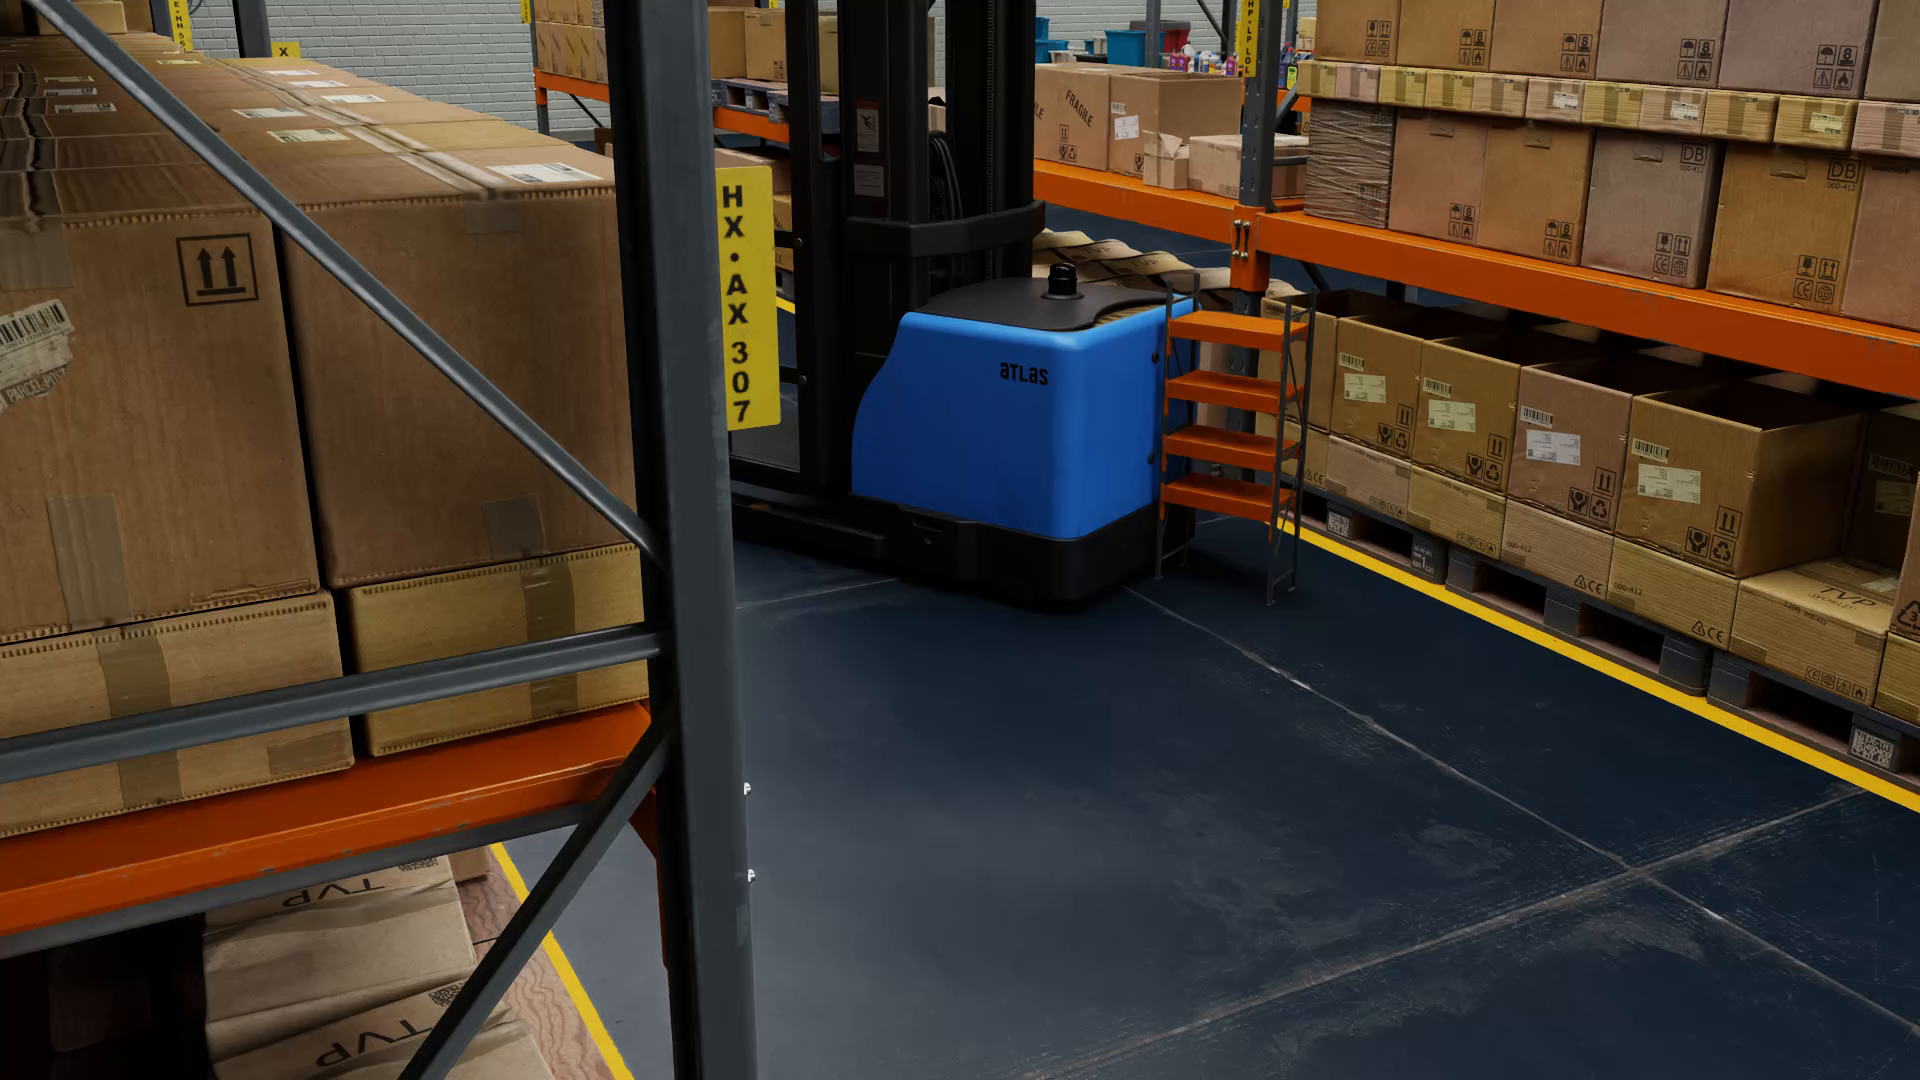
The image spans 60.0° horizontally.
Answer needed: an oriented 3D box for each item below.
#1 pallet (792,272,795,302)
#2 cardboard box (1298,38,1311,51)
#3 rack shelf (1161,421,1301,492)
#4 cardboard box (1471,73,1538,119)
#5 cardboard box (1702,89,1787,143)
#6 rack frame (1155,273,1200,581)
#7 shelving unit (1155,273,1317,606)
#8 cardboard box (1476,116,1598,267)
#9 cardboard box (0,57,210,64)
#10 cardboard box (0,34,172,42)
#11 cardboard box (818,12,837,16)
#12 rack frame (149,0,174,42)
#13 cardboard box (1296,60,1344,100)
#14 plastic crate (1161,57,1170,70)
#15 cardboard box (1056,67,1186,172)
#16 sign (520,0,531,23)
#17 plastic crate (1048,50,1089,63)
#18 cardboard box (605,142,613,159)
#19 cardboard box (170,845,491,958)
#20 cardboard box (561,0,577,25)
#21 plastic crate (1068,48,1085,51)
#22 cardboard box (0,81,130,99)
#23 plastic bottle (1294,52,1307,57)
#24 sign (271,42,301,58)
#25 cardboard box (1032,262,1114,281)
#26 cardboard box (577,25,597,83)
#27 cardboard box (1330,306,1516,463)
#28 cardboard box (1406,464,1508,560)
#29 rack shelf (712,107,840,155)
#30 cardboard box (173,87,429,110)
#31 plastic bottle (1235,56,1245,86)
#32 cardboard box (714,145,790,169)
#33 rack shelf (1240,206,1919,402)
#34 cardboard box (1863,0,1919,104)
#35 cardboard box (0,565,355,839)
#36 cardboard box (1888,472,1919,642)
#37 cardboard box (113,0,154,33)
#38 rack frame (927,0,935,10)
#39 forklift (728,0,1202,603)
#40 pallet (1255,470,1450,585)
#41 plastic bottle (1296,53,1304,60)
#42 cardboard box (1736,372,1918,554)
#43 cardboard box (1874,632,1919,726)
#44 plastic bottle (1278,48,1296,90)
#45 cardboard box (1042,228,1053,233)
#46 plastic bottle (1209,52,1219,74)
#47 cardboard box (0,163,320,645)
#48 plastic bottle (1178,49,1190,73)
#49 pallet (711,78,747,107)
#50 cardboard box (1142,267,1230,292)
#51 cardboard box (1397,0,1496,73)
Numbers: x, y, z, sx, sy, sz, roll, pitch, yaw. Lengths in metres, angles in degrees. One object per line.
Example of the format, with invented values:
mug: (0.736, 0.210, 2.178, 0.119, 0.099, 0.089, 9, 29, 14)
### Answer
pallet: (-0.515, -1.770, 11.937, 1.003, 0.211, 1.213, -10, 21, -27)
cardboard box: (4.605, -6.426, 21.540, 0.380, 0.149, 0.250, -10, 21, -26)
rack shelf: (1.055, -0.327, 6.447, 0.480, 0.148, 0.258, 13, 23, 33)
cardboard box: (2.149, -1.673, 6.234, 0.380, 0.149, 0.250, -11, 22, -28)
cardboard box: (2.640, -1.377, 5.375, 0.380, 0.149, 0.250, -9, 21, -25)
rack frame: (0.856, -0.437, 6.559, 0.015, 1.200, 0.240, 13, 23, 33)
shelving unit: (1.055, -0.391, 6.425, 0.503, 1.200, 0.258, 13, 23, 33)
cardboard box: (2.413, -1.345, 6.278, 0.700, 0.500, 0.500, -10, 21, -26)
cardboard box: (-2.864, -1.358, 5.640, 0.700, 0.500, 0.500, -10, 21, -26)
cardboard box: (-4.030, -2.065, 7.690, 0.700, 0.500, 0.500, -12, 23, -32)
cardboard box: (-0.858, -3.569, 12.079, 0.700, 0.500, 0.500, -6, 20, -16)
rack frame: (-4.552, -2.099, 8.617, 1.000, 3.000, 0.127, -10, 21, -27)
cardboard box: (1.663, -1.966, 7.083, 0.380, 0.149, 0.250, -10, 21, -27)
plastic crate: (2.172, -4.842, 16.876, 0.396, 0.136, 0.243, -10, 21, -27)
cardboard box: (0.867, -2.285, 9.001, 0.500, 0.500, 0.500, -10, 21, -27)
sign: (-4.470, -5.489, 17.114, 0.100, 0.325, 0.005, -10, 21, -27)
plastic crate: (1.176, -5.139, 17.739, 0.293, 0.136, 0.466, -10, 21, -27)
cardboard box: (-2.990, -3.582, 16.068, 0.797, 0.503, 0.637, -10, 21, -27)
cardboard box: (-1.577, 0.576, 4.021, 0.700, 0.500, 0.500, -12, 22, -30)
cardboard box: (-3.526, -5.223, 15.982, 0.500, 0.500, 0.500, -10, 21, -26)
plastic crate: (1.350, -5.384, 18.449, 0.298, 0.136, 0.250, -10, 21, -27)
cardboard box: (-2.139, -0.784, 3.854, 0.500, 0.500, 0.500, -9, 21, -25)
plastic bottle: (3.152, -4.411, 15.506, 0.152, 0.276, 0.135, -10, 21, -27)
sign: (-2.178, -1.447, 5.398, 0.100, 0.325, 0.005, -10, 21, -27)
cardboard box: (0.538, -1.392, 9.279, 0.500, 0.311, 0.500, -10, 22, -27)
cardboard box: (-3.293, -4.608, 15.733, 0.500, 0.500, 0.500, -10, 21, -26)
cardboard box: (1.895, -0.649, 6.835, 0.500, 0.500, 0.500, -10, 21, -27)
cardboard box: (2.125, -0.149, 6.538, 0.500, 0.250, 0.500, -10, 21, -27)
rack shelf: (-1.144, -3.102, 12.625, 1.077, 0.370, 4.000, -10, 21, -27)
cardboard box: (-1.436, -0.719, 3.665, 0.500, 0.500, 0.500, -9, 21, -25)
plastic bottle: (2.592, -4.266, 15.086, 0.152, 0.276, 0.135, -10, 21, -27)
cardboard box: (-1.603, -2.933, 13.041, 0.500, 0.250, 0.500, -10, 21, -27)
rack shelf: (2.655, -0.805, 5.970, 1.077, 0.370, 4.000, -10, 21, -27)
cardboard box: (3.115, -1.533, 4.834, 0.700, 0.500, 0.500, -11, 22, -28)
cardboard box: (-1.145, 0.154, 2.285, 0.500, 0.250, 0.500, -10, 21, -26)
cardboard box: (3.088, 0.068, 4.759, 0.500, 0.500, 0.500, -10, 21, -27)
cardboard box: (-4.554, -2.830, 8.944, 0.500, 0.250, 0.500, -9, 21, -25)
rack frame: (-0.194, -2.868, 10.844, 1.000, 3.000, 0.127, -10, 21, -27)
forklift: (-0.503, -1.505, 6.999, 3.031, 2.935, 1.130, 13, 23, 34)
pallet: (2.046, -0.167, 7.290, 1.003, 0.211, 1.213, -10, 21, -27)
plastic bottle: (3.115, -4.345, 15.323, 0.097, 0.271, 0.097, 0, 19, 0)
cardboard box: (3.058, -0.298, 5.817, 0.500, 0.500, 0.500, -10, 21, -27)
cardboard box: (3.090, 0.422, 4.882, 0.500, 0.250, 0.500, -10, 21, -27)
plastic bottle: (2.867, -4.132, 14.584, 0.144, 0.351, 0.185, -10, 21, -27)
cardboard box: (0.272, -1.919, 10.807, 0.500, 0.311, 0.500, -9, 21, -25)
plastic bottle: (2.357, -4.387, 15.444, 0.097, 0.271, 0.097, 0, 19, 0)
cardboard box: (-1.164, -0.198, 2.157, 0.500, 0.500, 0.500, -10, 22, -27)
plastic bottle: (2.130, -4.517, 15.803, 0.061, 0.283, 0.133, -10, 21, -27)
pallet: (-1.810, -3.679, 13.489, 1.003, 0.211, 1.213, -10, 21, -27)
cardboard box: (1.249, -1.333, 9.109, 0.500, 0.311, 0.500, -11, 22, -28)
cardboard box: (2.163, -2.109, 6.502, 0.700, 0.500, 0.500, -10, 21, -27)
